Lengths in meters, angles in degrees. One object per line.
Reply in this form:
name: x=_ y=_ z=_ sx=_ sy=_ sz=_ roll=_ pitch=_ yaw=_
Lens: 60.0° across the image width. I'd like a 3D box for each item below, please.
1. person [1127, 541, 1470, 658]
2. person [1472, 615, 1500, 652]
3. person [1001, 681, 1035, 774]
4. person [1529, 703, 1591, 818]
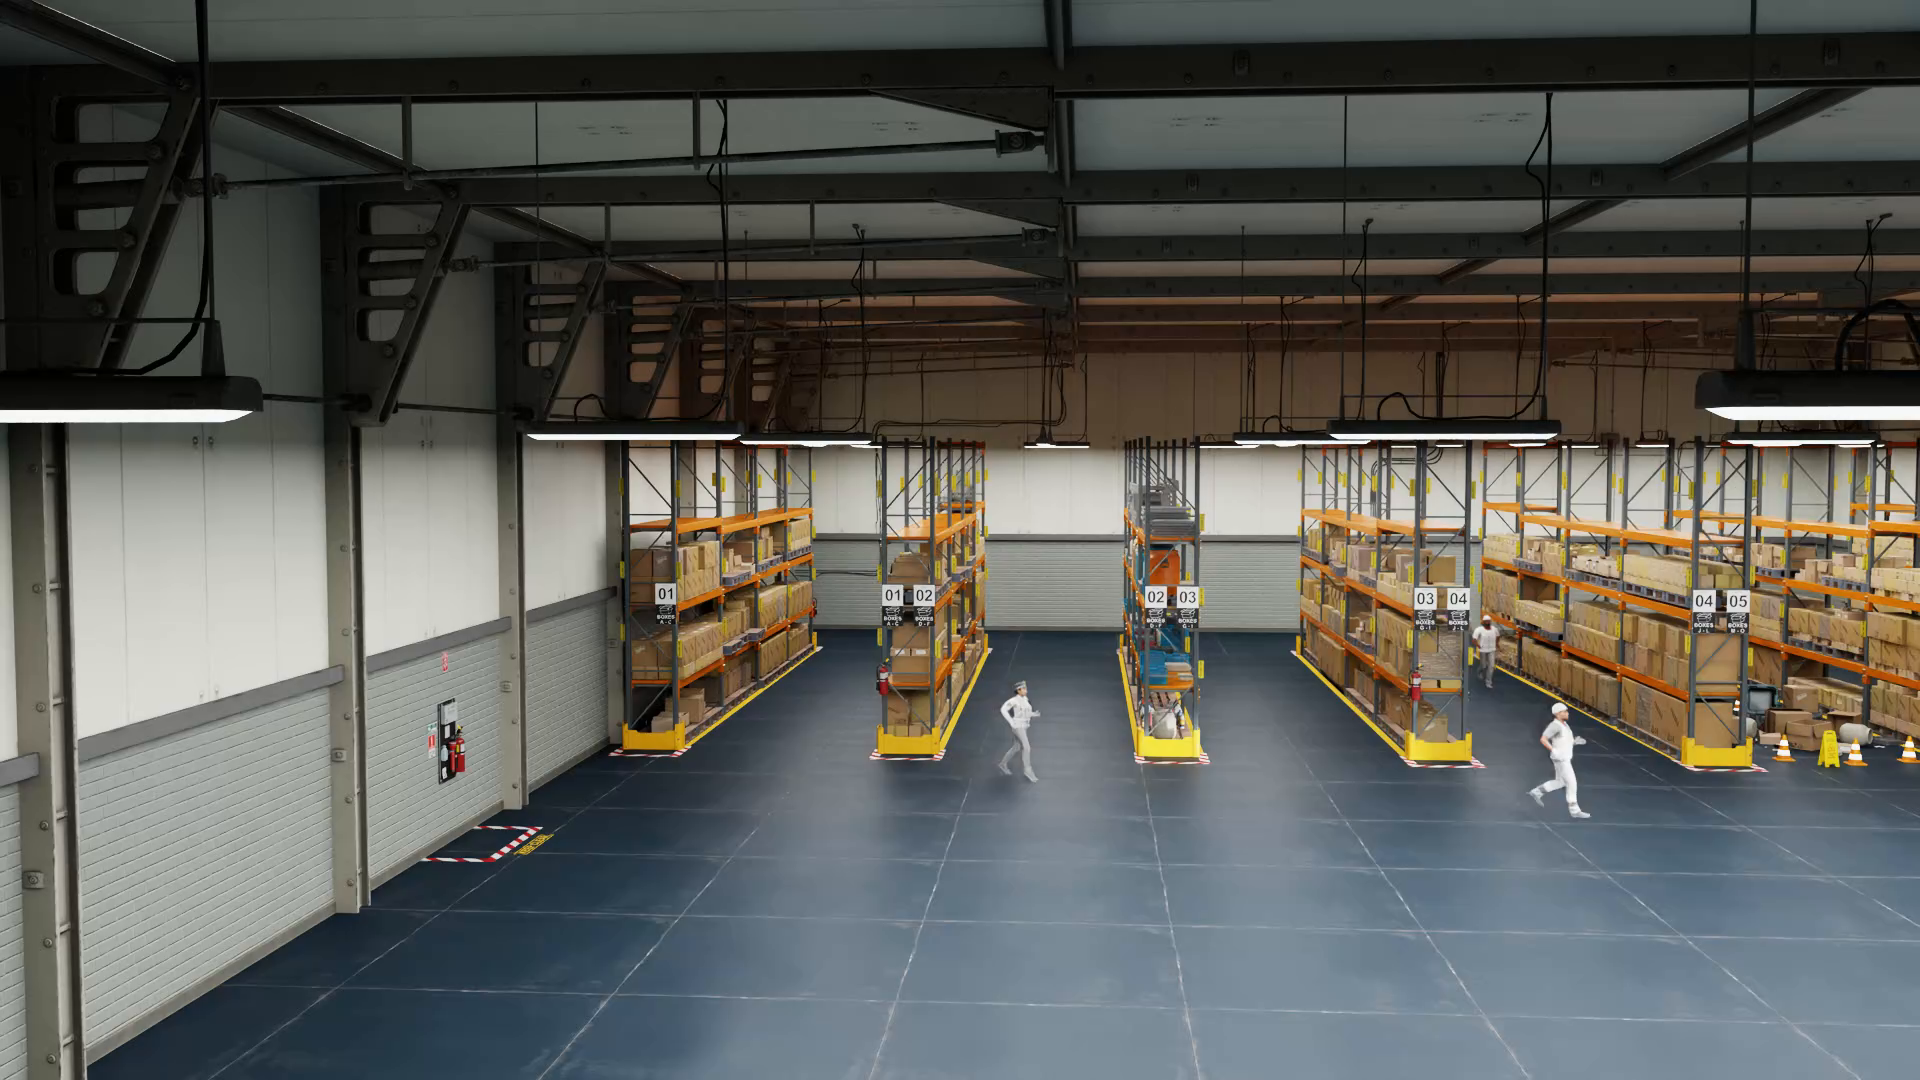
person: x=9.044 y=1.718 z=45.341 sx=9.111 sy=3.211 sz=2.938 roll=0 pitch=3 yaw=6
person: x=12.801 y=2.261 z=40.391 sx=0.675 sy=0.879 sz=0.408 roll=0 pitch=3 yaw=3
person: x=0.988 y=3.245 z=29.027 sx=0.674 sy=1.596 sz=0.582 roll=2 pitch=3 yaw=27
person: x=7.275 y=3.008 z=33.944 sx=13.141 sy=1.768 sz=11.693 roll=2 pitch=4 yaw=33
